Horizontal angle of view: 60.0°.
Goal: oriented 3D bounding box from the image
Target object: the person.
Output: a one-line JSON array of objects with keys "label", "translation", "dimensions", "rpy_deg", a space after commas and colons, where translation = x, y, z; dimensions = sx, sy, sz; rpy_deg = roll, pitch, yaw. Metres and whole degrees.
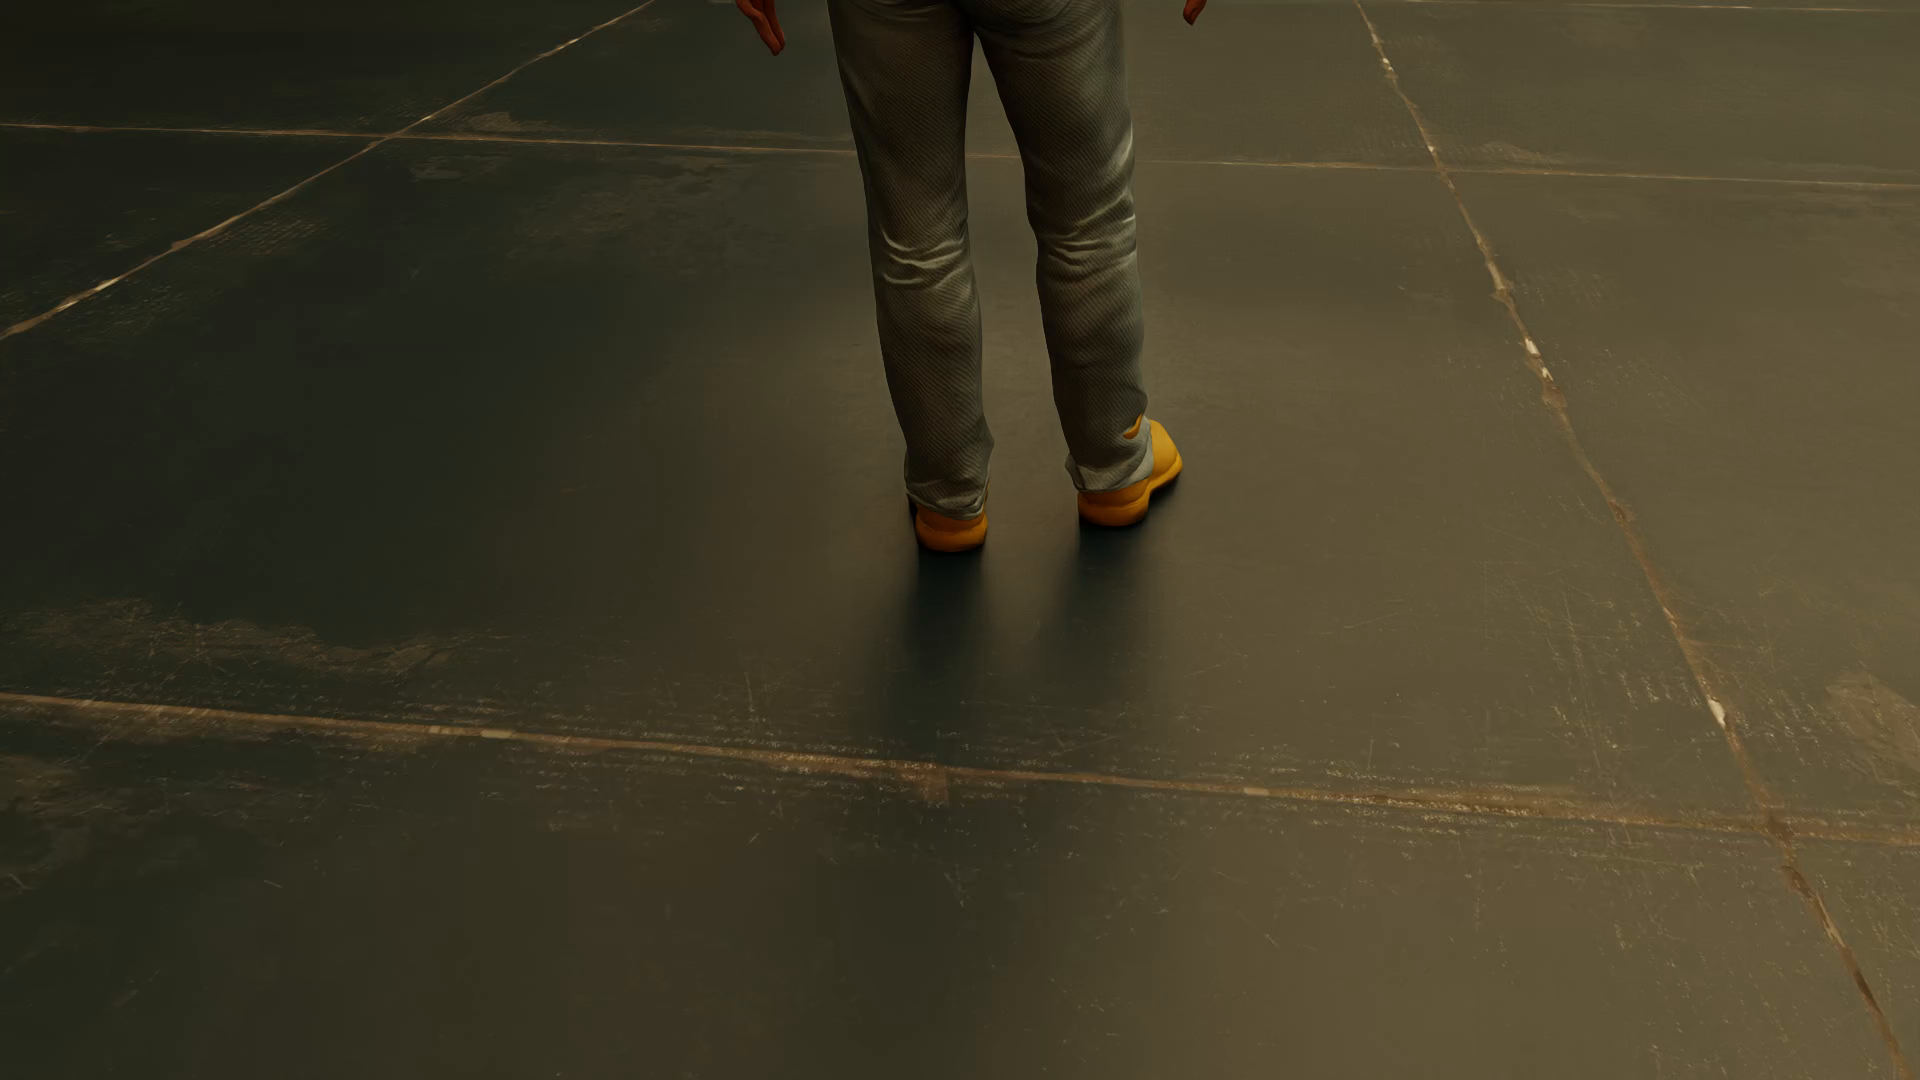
[{"label": "person", "translation": [0.015, -0.827, 2.163], "dimensions": [0.666, 1.765, 0.577], "rpy_deg": [3, 27, 7]}]
